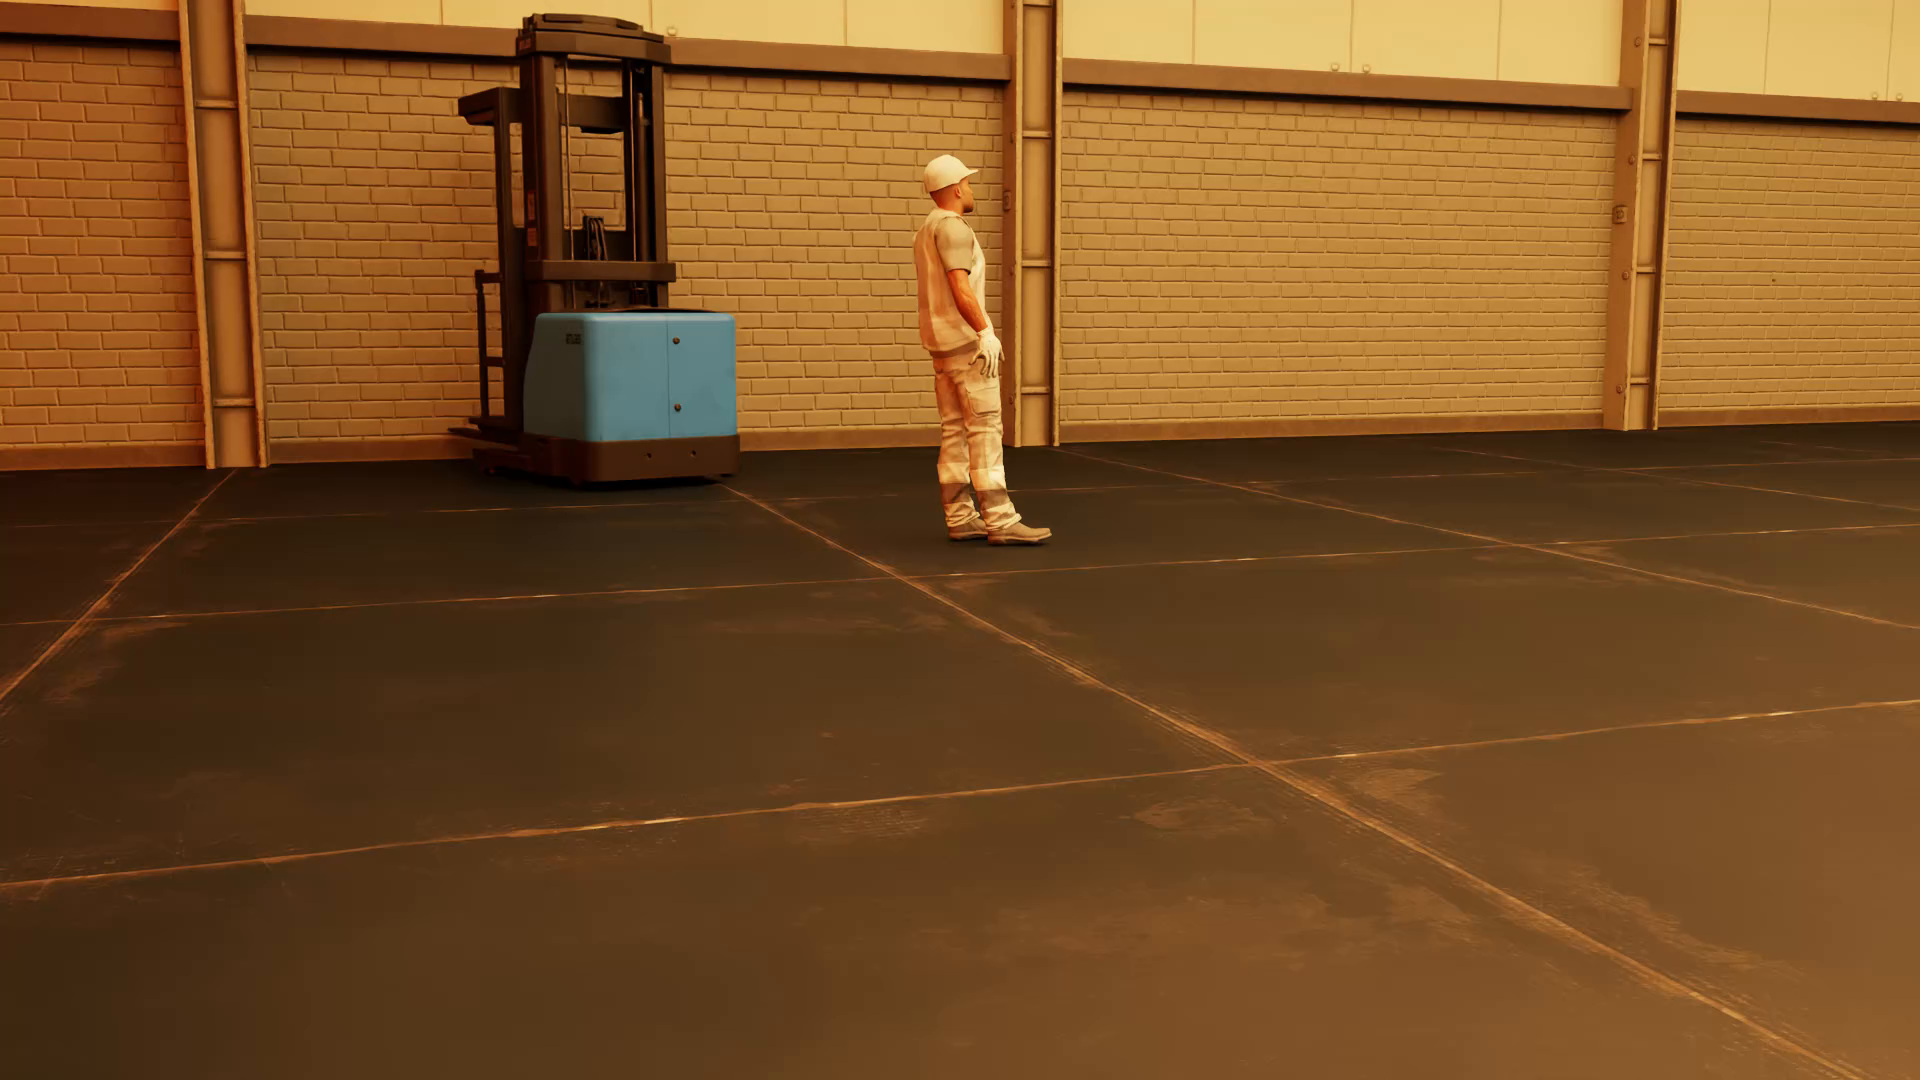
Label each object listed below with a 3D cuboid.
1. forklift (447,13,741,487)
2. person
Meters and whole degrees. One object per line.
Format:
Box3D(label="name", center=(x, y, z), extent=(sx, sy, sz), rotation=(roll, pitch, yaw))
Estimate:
Box3D(label="forklift", center=(-2.669, -1.929, 11.230), extent=(1.130, 2.935, 3.031), rotation=(-6, 10, -36))
Box3D(label="person", center=(0.081, -0.896, 7.816), extent=(0.562, 1.790, 0.637), rotation=(-3, 8, -18))
